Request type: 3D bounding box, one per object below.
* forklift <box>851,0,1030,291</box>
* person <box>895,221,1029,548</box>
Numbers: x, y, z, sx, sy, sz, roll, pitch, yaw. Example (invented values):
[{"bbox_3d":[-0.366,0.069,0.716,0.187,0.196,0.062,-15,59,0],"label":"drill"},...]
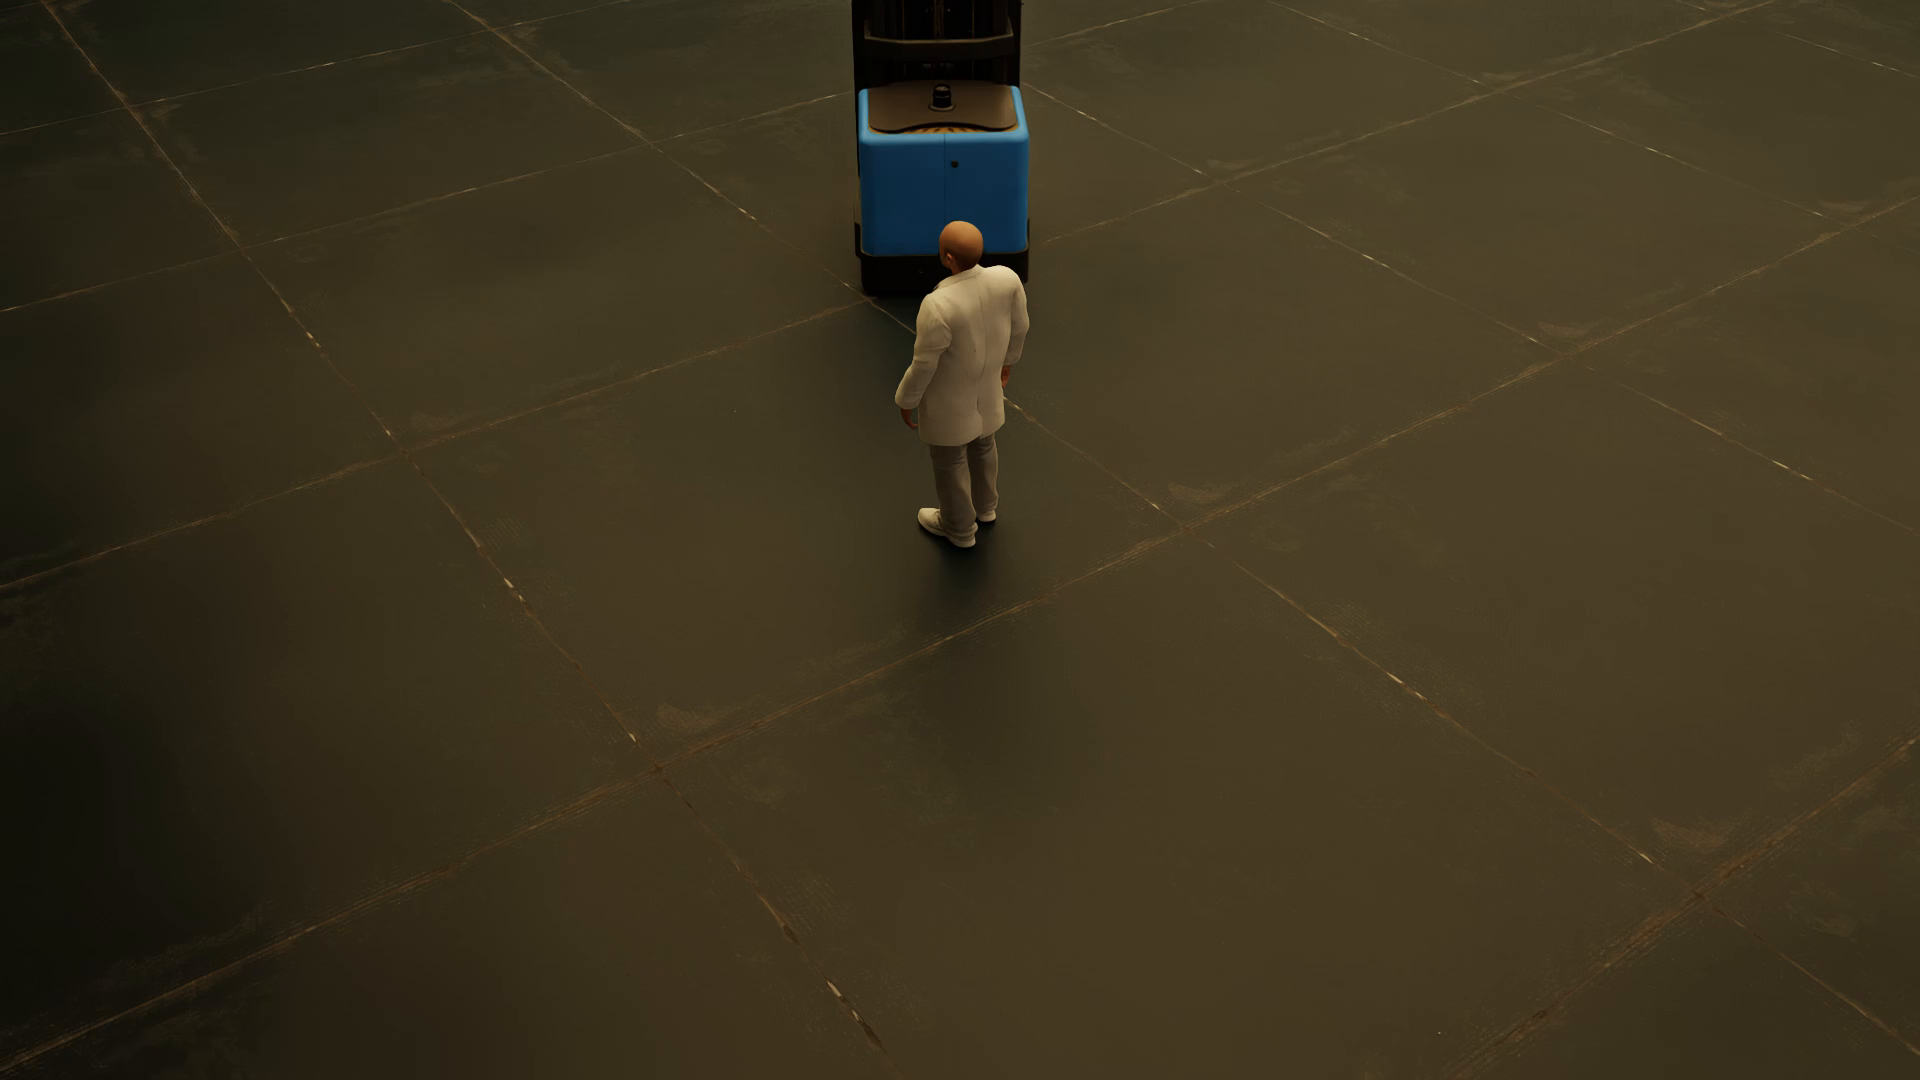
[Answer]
[{"bbox_3d":[-0.165,-3.590,10.800,1.130,2.935,3.031,-2,37,-2],"label":"forklift"},{"bbox_3d":[-0.048,-0.766,7.939,0.696,1.775,0.581,-23,42,-28],"label":"person"}]
